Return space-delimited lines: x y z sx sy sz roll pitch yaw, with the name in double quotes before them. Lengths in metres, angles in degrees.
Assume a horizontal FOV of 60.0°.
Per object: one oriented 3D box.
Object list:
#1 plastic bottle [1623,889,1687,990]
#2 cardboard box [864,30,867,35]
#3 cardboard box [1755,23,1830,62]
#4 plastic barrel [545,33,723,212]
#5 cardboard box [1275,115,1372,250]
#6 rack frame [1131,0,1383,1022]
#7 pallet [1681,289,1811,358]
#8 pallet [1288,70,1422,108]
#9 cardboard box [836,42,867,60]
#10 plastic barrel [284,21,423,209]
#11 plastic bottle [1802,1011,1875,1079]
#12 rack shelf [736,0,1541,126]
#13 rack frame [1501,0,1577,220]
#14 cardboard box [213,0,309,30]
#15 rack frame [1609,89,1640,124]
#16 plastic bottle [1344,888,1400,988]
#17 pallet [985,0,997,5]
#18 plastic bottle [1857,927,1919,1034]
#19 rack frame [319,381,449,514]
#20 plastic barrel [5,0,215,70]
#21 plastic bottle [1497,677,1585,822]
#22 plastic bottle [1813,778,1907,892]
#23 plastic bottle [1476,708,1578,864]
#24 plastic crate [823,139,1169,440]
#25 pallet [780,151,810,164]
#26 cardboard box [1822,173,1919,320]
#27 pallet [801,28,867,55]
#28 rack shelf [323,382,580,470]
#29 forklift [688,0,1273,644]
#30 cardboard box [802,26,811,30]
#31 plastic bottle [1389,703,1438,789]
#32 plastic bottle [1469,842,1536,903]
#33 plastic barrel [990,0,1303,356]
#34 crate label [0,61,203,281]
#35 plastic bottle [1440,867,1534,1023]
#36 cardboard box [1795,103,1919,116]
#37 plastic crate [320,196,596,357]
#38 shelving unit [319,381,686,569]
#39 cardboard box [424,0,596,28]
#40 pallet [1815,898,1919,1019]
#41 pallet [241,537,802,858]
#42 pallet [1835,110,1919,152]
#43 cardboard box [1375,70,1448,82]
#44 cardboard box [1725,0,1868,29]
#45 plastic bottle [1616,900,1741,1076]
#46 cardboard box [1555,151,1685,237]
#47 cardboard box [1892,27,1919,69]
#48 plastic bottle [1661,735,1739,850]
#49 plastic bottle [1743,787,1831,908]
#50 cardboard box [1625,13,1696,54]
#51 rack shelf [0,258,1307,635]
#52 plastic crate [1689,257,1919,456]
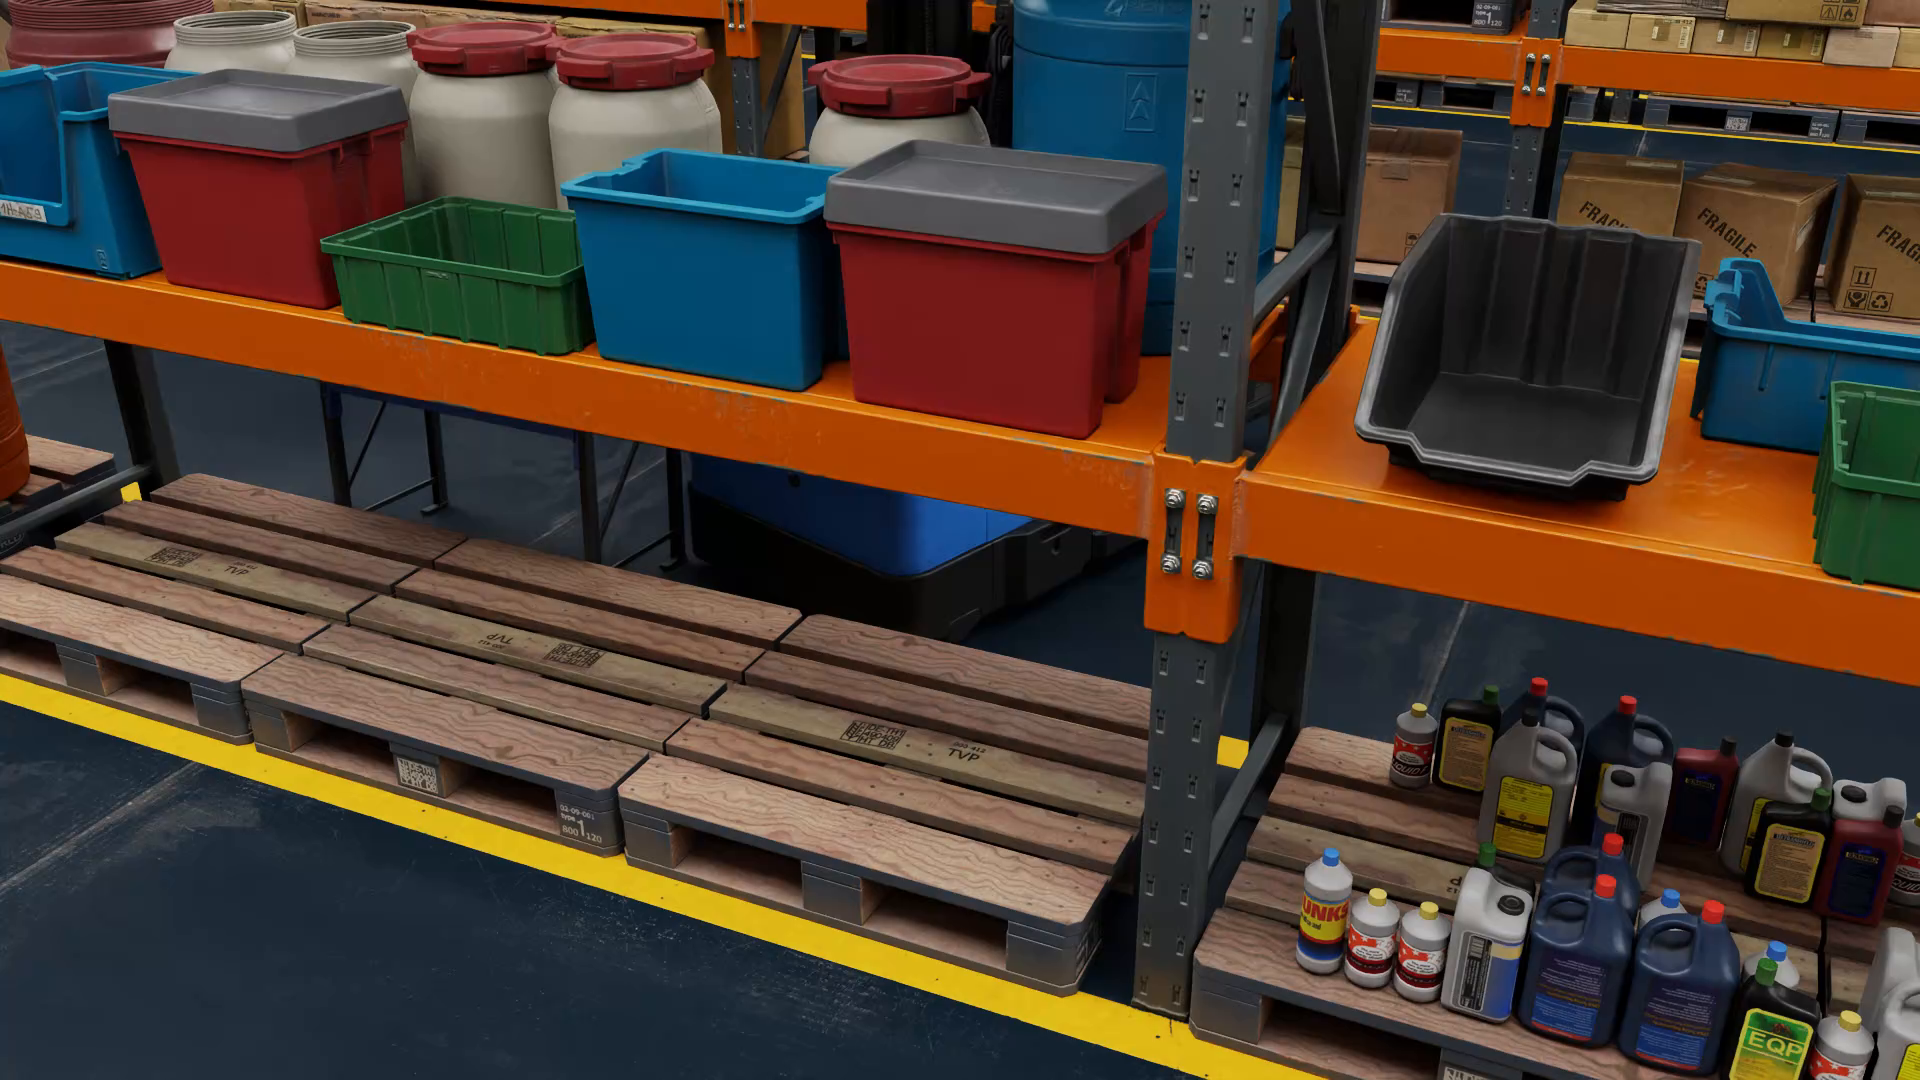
"plastic bottle" 1.386 0.810 3.299 0.097 0.271 0.097 0 26 0
"cardboard box" -0.471 -4.476 13.800 0.500 0.500 0.500 10 28 20
"cardboard box" 3.456 -2.100 6.903 0.250 0.149 0.380 11 28 22
"plastic barrel" -0.807 -0.967 4.164 0.433 0.535 0.433 0 26 0
"cardboard box" 1.715 -1.792 8.325 0.500 0.500 0.700 11 28 21
"rack frame" 0.641 -0.509 3.387 0.127 3.000 1.000 11 28 22
"pallet" 3.318 -1.140 7.828 1.213 0.211 1.003 11 28 22
"pallet" 2.989 -3.558 12.738 1.213 0.211 1.003 11 28 22
"cardboard box" -0.327 -2.533 8.983 0.500 0.250 0.500 13 29 24
"plastic barrel" -1.591 -1.111 4.484 0.421 0.512 0.421 0 26 0
"plastic bottle" 1.624 0.960 3.075 0.097 0.201 0.097 0 26 0
"rack shelf" 0.871 -2.543 8.334 4.000 0.370 1.077 11 28 22
"rack frame" 2.692 -2.500 7.432 0.127 3.000 1.000 11 28 22
"cardboard box" -4.000 -3.089 10.558 0.875 0.875 1.225 11 28 22
"rack frame" 4.837 -4.476 11.445 0.127 3.000 1.000 11 28 22
"plastic bottle" 0.843 0.803 3.394 0.097 0.201 0.097 0 26 0
"pallet" 0.869 -2.800 8.258 1.213 0.211 1.003 11 28 22
"plastic bottle" 1.802 0.879 3.155 0.135 0.276 0.152 11 28 22
"rack frame" -1.949 -0.738 5.518 0.032 1.500 0.500 12 25 22
"plastic barrel" -2.452 -1.338 4.918 0.708 0.536 0.600 11 28 22
"plastic bottle" 1.347 0.484 3.871 0.185 0.351 0.144 11 28 20
"plastic bottle" 1.962 0.643 3.633 0.135 0.276 0.152 12 29 23
"plastic bottle" 1.287 0.542 3.754 0.185 0.351 0.144 11 28 22
"plastic crate" 0.074 -0.503 3.303 0.583 0.464 0.402 11 28 22
"pallet" -1.636 -2.155 9.888 1.213 0.211 1.003 11 28 22
"cardboard box" 4.161 -1.294 7.337 0.500 0.500 0.500 9 28 17
"pallet" -0.622 -4.323 14.292 1.213 0.211 1.003 11 28 22
"rack shelf" -1.493 -0.478 5.395 1.000 0.185 0.538 12 25 22
"forklift" 0.481 -1.553 5.586 1.130 2.935 3.031 22 34 37
"cardboard box" -1.401 -4.668 14.190 0.500 0.500 0.500 13 29 24
"plastic bottle" 1.101 0.491 4.028 0.097 0.201 0.097 0 26 0
"plastic bottle" 1.099 0.752 3.403 0.133 0.283 0.061 11 28 22
"plastic barrel" 0.415 -0.926 3.667 0.708 0.901 0.600 11 28 22
"crate label" -2.207 -0.965 4.275 0.616 0.435 0.502 11 28 22
"plastic bottle" 1.056 0.799 3.317 0.135 0.276 0.152 12 29 24
"cardboard box" 6.202 -3.405 11.200 0.875 0.875 0.875 12 28 22
"plastic crate" -1.061 -0.618 3.850 0.662 0.188 0.450 11 28 22
"shelving unit" -1.489 -0.643 5.324 1.048 1.500 0.538 12 25 22
"cardboard box" -2.377 -2.767 9.905 0.875 0.875 1.225 11 28 22
"pallet" 2.350 1.104 3.268 1.213 0.211 1.003 11 28 22
"pallet" -1.204 0.392 4.715 1.213 0.211 1.003 11 28 22
"pallet" 6.611 -2.832 11.263 1.213 0.211 1.003 11 28 22
"cardboard box" 3.358 -3.910 12.368 0.750 0.750 1.050 11 28 22
"cardboard box" 3.516 -2.466 6.912 0.500 0.500 0.875 11 28 22
"plastic bottle" 1.376 0.831 3.166 0.185 0.351 0.144 10 28 20
"cardboard box" 3.039 -1.478 7.710 0.500 0.500 0.500 10 28 20
"cardboard box" 3.911 -2.008 6.718 0.250 0.149 0.380 11 28 22
"plastic bottle" 1.687 0.563 3.788 0.133 0.283 0.061 13 29 25
"plastic bottle" 1.797 0.655 3.602 0.133 0.283 0.061 11 28 22
"cardboard box" 2.985 -2.176 7.059 0.250 0.149 0.380 11 28 22
"rack shelf" -1.179 -0.552 4.289 4.000 0.370 1.077 11 28 22
"plastic crate" 1.761 -0.349 3.231 0.616 0.251 0.499 11 28 22
